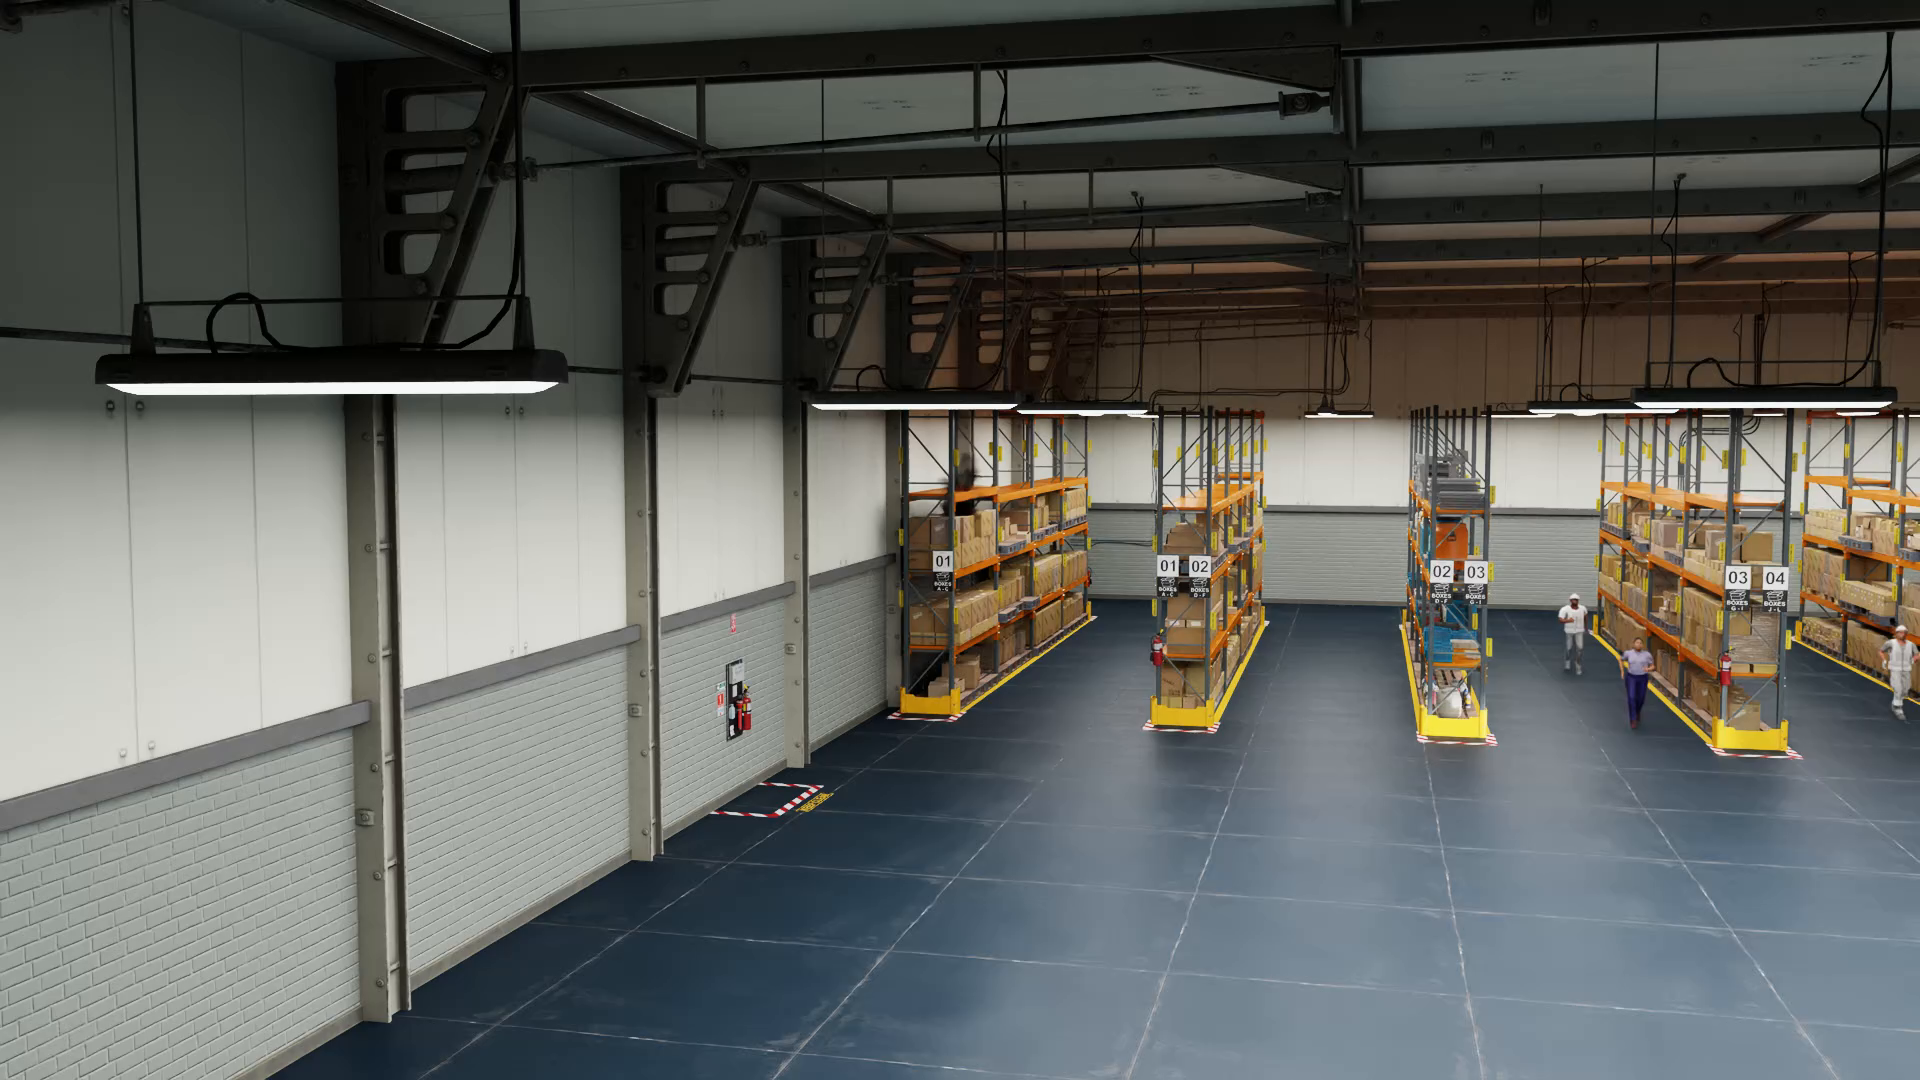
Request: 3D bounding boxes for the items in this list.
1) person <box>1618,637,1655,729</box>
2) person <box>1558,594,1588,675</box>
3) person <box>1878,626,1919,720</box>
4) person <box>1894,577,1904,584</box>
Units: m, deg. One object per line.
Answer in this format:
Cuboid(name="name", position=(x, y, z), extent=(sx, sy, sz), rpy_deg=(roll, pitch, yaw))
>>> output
Cuboid(name="person", position=(12.692, 2.647, 31.182), extent=(0.610, 1.657, 0.915), rpy_deg=(1, 4, 13))
Cuboid(name="person", position=(13.933, 2.128, 37.790), extent=(0.689, 1.841, 0.810), rpy_deg=(1, 4, 10))
Cuboid(name="person", position=(18.058, 2.524, 31.940), extent=(0.673, 1.777, 0.872), rpy_deg=(1, 4, 10))
Cuboid(name="person", position=(23.849, 1.825, 42.247), extent=(0.636, 1.782, 0.737), rpy_deg=(0, 4, 7))
